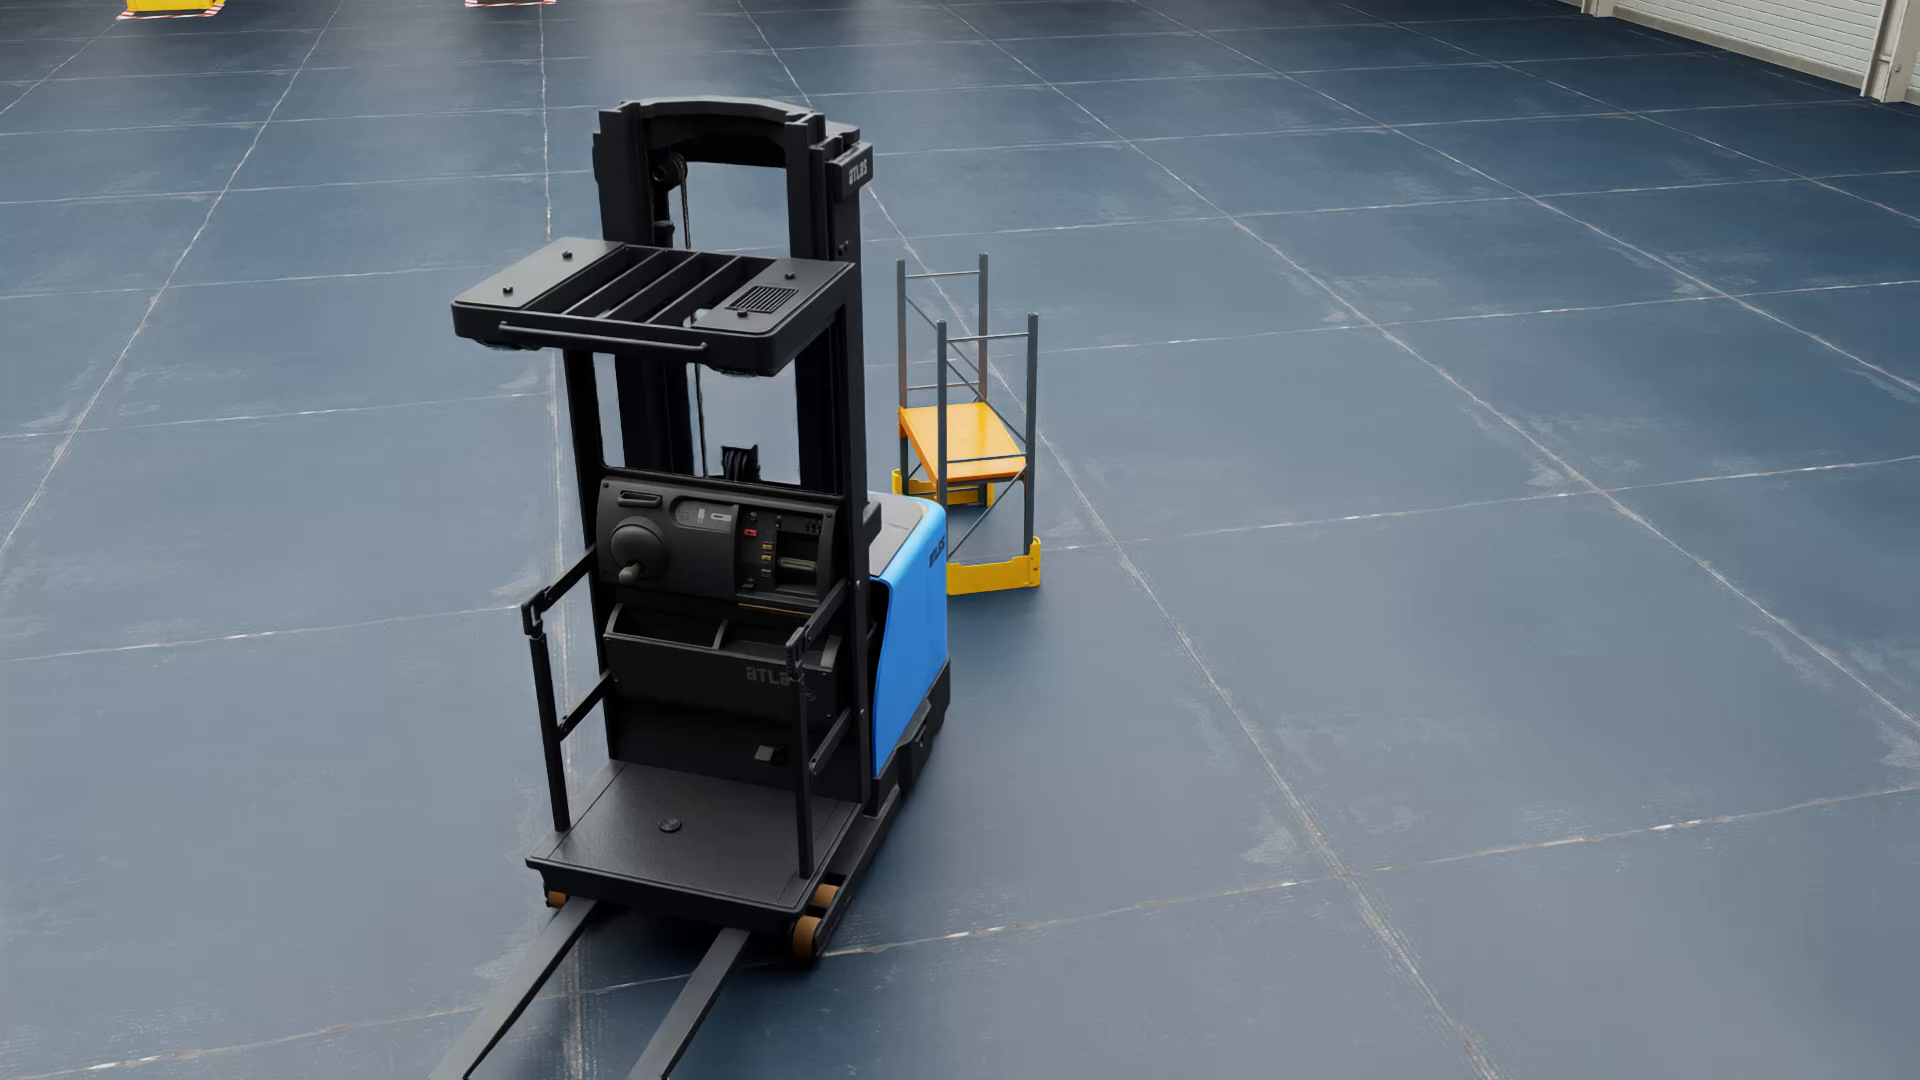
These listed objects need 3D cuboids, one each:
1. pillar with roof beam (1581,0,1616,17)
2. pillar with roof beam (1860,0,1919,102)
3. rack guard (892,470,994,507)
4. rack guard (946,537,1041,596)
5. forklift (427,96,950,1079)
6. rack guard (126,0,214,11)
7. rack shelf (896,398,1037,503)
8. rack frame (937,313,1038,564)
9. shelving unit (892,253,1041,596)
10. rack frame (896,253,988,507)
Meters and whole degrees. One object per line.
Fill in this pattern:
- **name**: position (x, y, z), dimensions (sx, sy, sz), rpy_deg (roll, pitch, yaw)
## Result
- **pillar with roof beam**: position (5.288, -11.401, 21.851), dimensions (9.100, 9.000, 0.400), rpy_deg (-6, 27, -12)
- **pillar with roof beam**: position (6.640, -8.767, 16.632), dimensions (9.100, 9.000, 0.400), rpy_deg (-6, 27, -12)
- **rack guard**: position (-0.095, -0.297, 9.561), dimensions (0.587, 0.250, 0.087), rpy_deg (-6, 27, -12)
- **rack guard**: position (0.129, 0.141, 8.694), dimensions (0.587, 0.250, 0.087), rpy_deg (-6, 27, -12)
- **forklift**: position (-0.955, 0.051, 5.897), dimensions (1.130, 2.935, 3.031), rpy_deg (8, 28, 15)
- **rack guard**: position (-11.970, -8.294, 25.128), dimensions (1.175, 0.500, 0.348), rpy_deg (-6, 27, -12)
- **rack shelf**: position (0.019, -0.472, 8.919), dimensions (0.538, 0.185, 1.000), rpy_deg (-6, 27, -12)
- **rack frame**: position (0.134, -0.409, 8.396), dimensions (0.500, 1.500, 0.032), rpy_deg (-6, 27, -12)
- **shelving unit**: position (0.017, -0.636, 8.846), dimensions (0.587, 1.500, 1.083), rpy_deg (-6, 27, -12)
- **rack frame**: position (-0.095, -0.855, 9.280), dimensions (0.500, 1.500, 0.032), rpy_deg (-6, 27, -12)
